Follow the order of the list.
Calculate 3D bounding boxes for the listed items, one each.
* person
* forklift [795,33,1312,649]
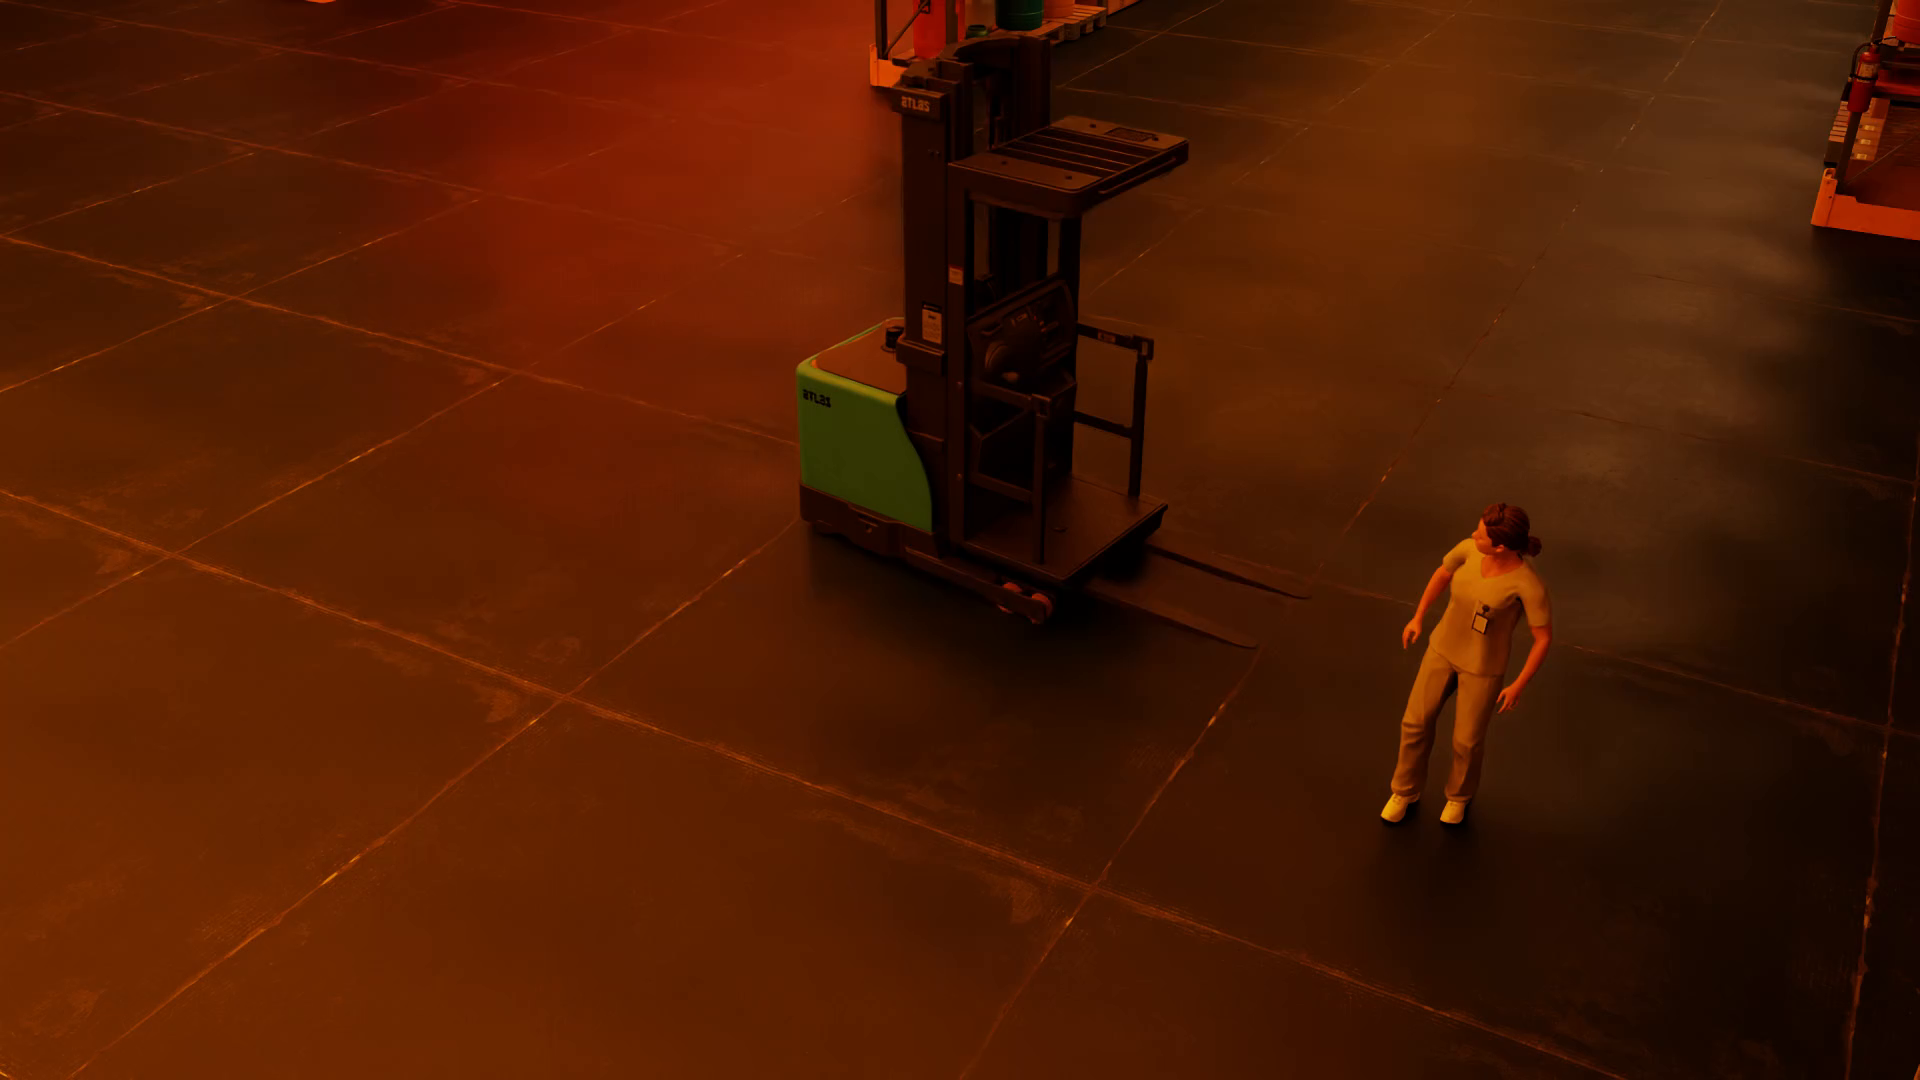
[{"bbox_3d":[2.233,0.566,7.369,0.644,1.655,0.479,26,39,37],"label":"person"},{"bbox_3d":[0.509,-1.106,8.986,3.031,2.935,1.130,21,36,31],"label":"forklift"}]
